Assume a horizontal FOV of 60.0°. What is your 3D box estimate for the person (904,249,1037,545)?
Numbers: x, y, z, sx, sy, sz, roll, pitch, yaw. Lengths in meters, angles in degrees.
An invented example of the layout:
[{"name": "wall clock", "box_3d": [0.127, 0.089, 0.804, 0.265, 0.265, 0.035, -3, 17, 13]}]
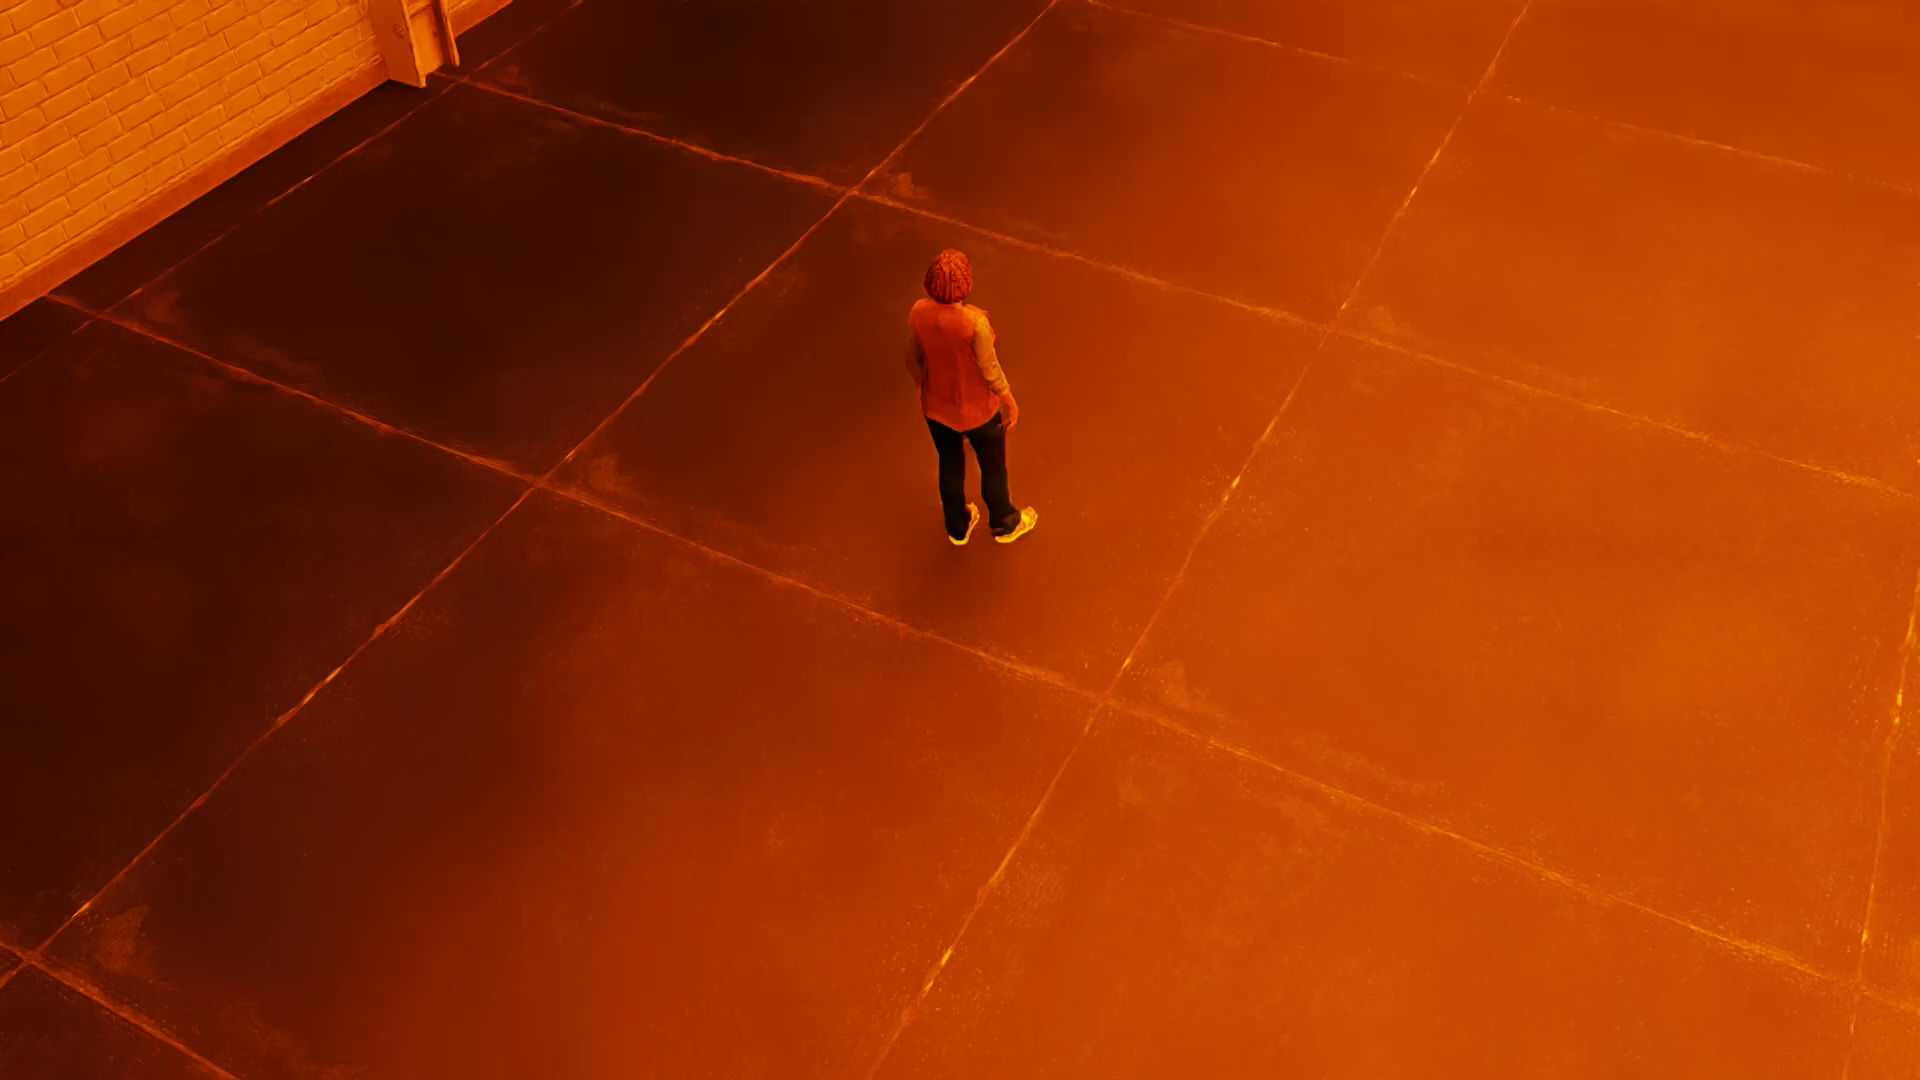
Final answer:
[{"name": "person", "box_3d": [0.047, -0.622, 7.287, 0.520, 1.583, 0.474, 20, 47, 20]}]
